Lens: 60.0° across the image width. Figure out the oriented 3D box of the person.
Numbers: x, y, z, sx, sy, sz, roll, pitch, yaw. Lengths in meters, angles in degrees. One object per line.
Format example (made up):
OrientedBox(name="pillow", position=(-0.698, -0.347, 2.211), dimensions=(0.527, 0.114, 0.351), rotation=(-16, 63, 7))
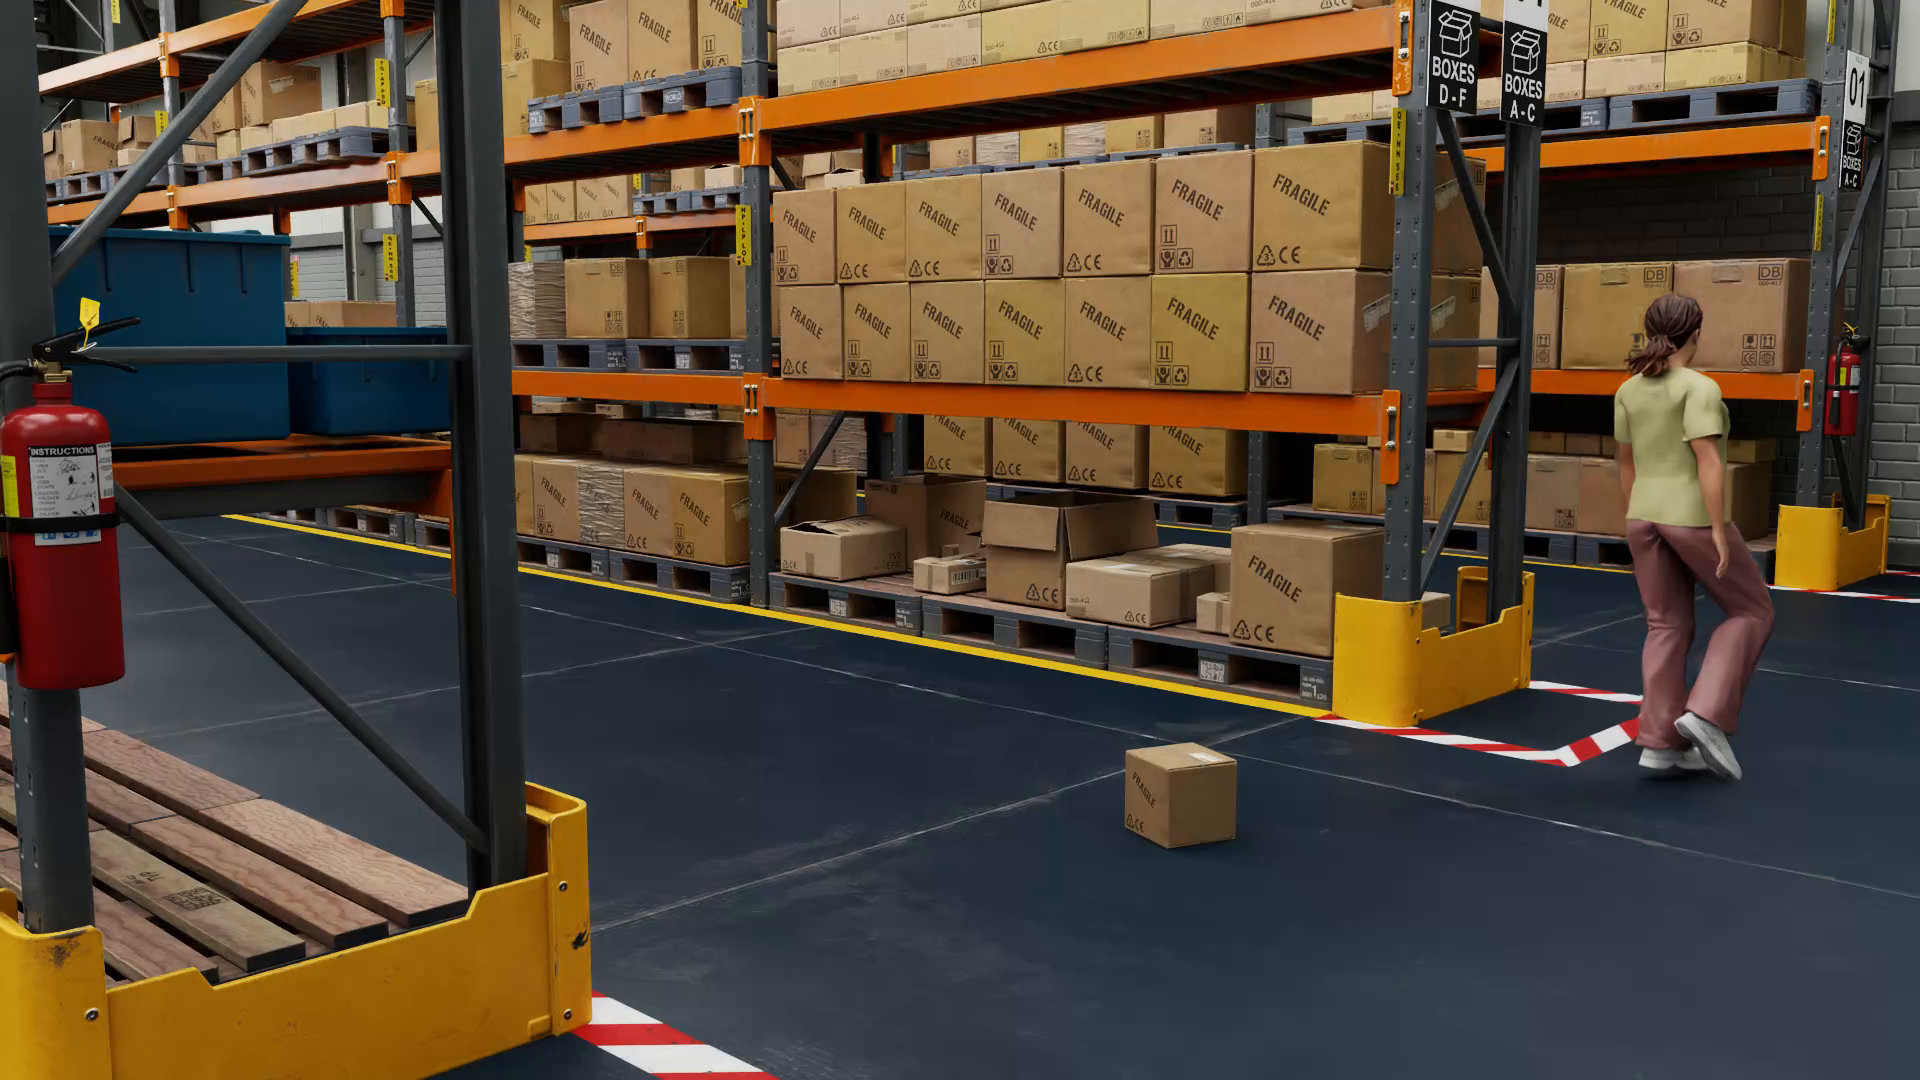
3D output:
OrientedBox(name="person", position=(2.555, -0.018, 5.839), dimensions=(0.472, 1.680, 0.511), rotation=(-4, 8, -27))
